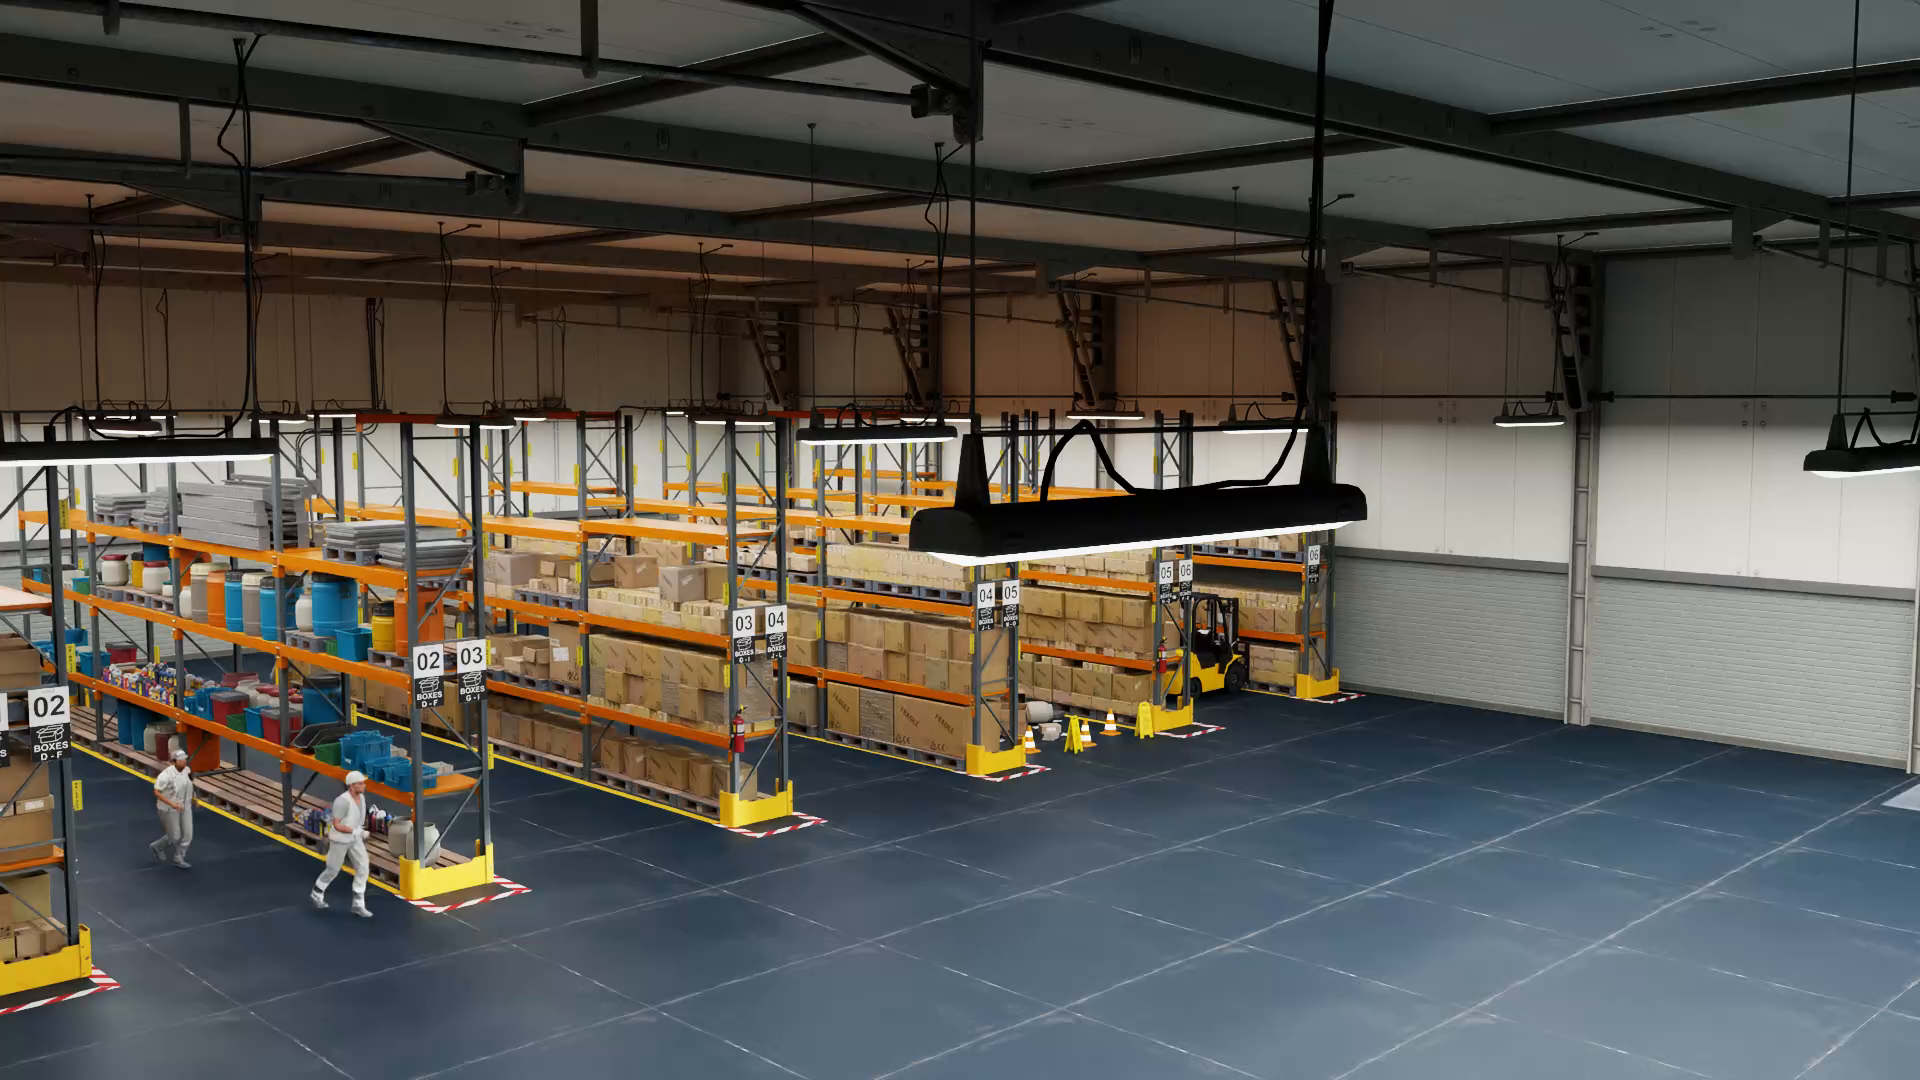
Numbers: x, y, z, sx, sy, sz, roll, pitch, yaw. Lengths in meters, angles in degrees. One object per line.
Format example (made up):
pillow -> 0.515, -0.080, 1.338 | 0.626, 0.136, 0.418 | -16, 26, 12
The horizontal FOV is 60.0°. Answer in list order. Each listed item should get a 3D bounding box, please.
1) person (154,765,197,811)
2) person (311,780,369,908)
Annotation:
person -> -10.499, 3.303, 22.270 | 0.357, 0.598, 0.580 | 2, 6, 27
person -> -7.575, 3.666, 20.340 | 0.749, 1.634, 0.643 | 2, 5, 23
